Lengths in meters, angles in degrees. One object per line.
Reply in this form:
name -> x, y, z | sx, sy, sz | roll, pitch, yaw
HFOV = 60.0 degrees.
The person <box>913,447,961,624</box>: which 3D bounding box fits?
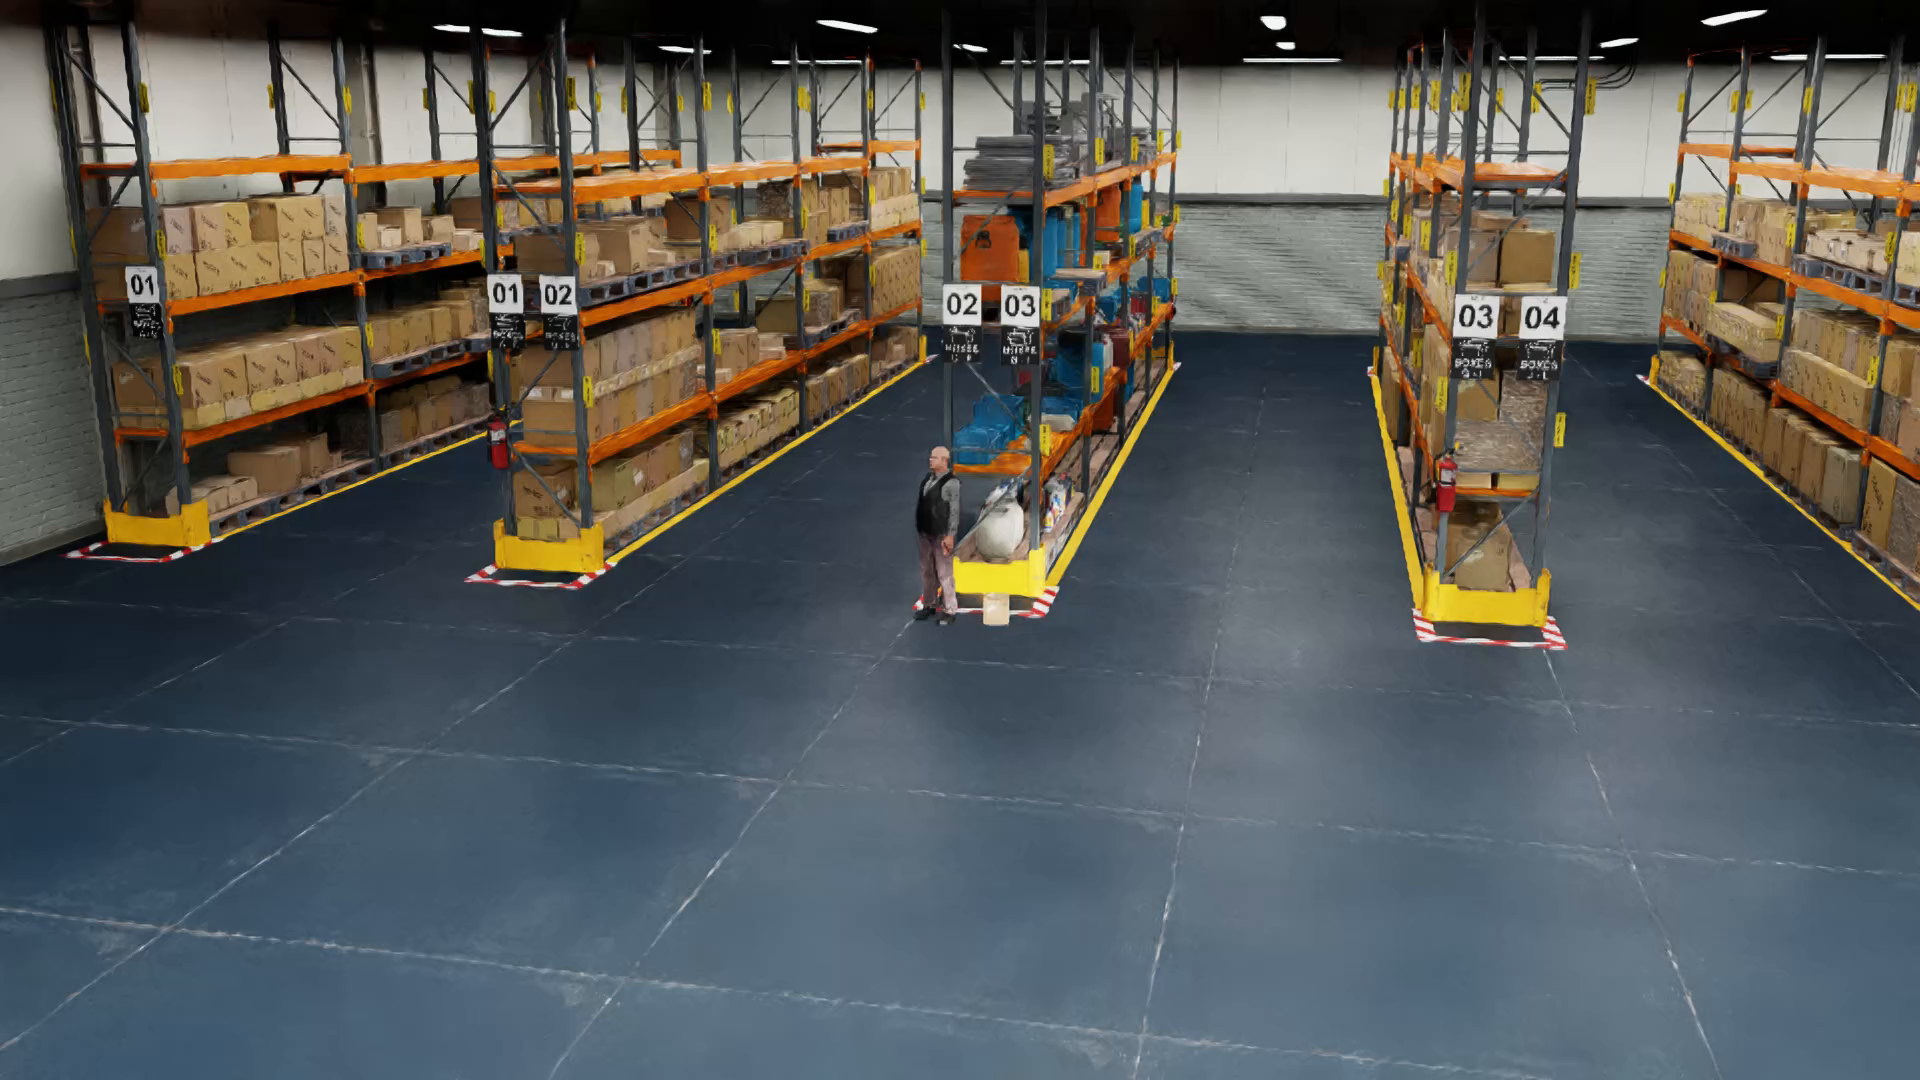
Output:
person -> -0.233, -0.056, 16.194 | 0.374, 1.723, 0.542 | -12, 18, -38
